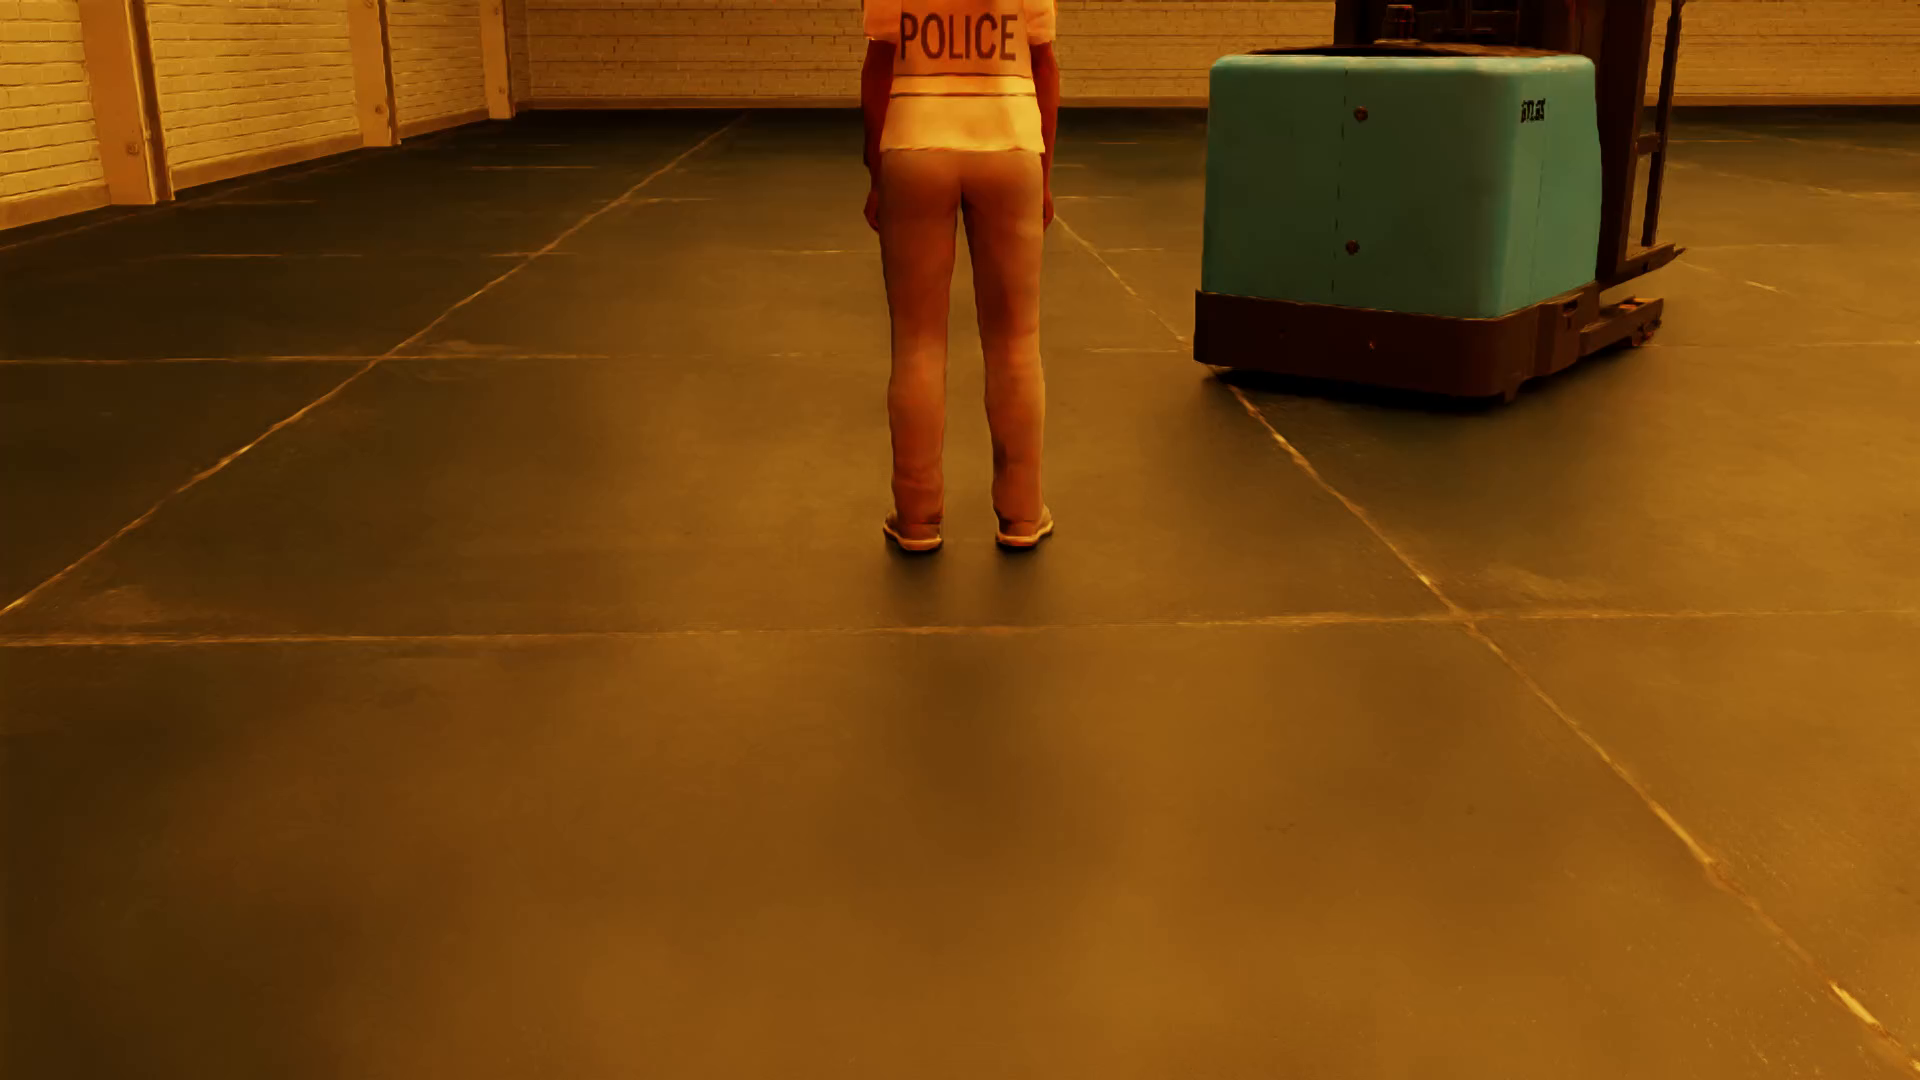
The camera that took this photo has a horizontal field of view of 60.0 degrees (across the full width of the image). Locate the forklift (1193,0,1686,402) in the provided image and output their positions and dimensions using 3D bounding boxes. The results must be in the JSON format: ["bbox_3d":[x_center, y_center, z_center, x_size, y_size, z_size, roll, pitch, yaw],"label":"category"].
[{"bbox_3d":[2.080,-2.207,6.123,1.130,2.935,3.031,12,21,35],"label":"forklift"}]

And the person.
[{"bbox_3d":[0.006,-0.812,3.691,0.446,1.692,0.338,-1,17,-3],"label":"person"}]
